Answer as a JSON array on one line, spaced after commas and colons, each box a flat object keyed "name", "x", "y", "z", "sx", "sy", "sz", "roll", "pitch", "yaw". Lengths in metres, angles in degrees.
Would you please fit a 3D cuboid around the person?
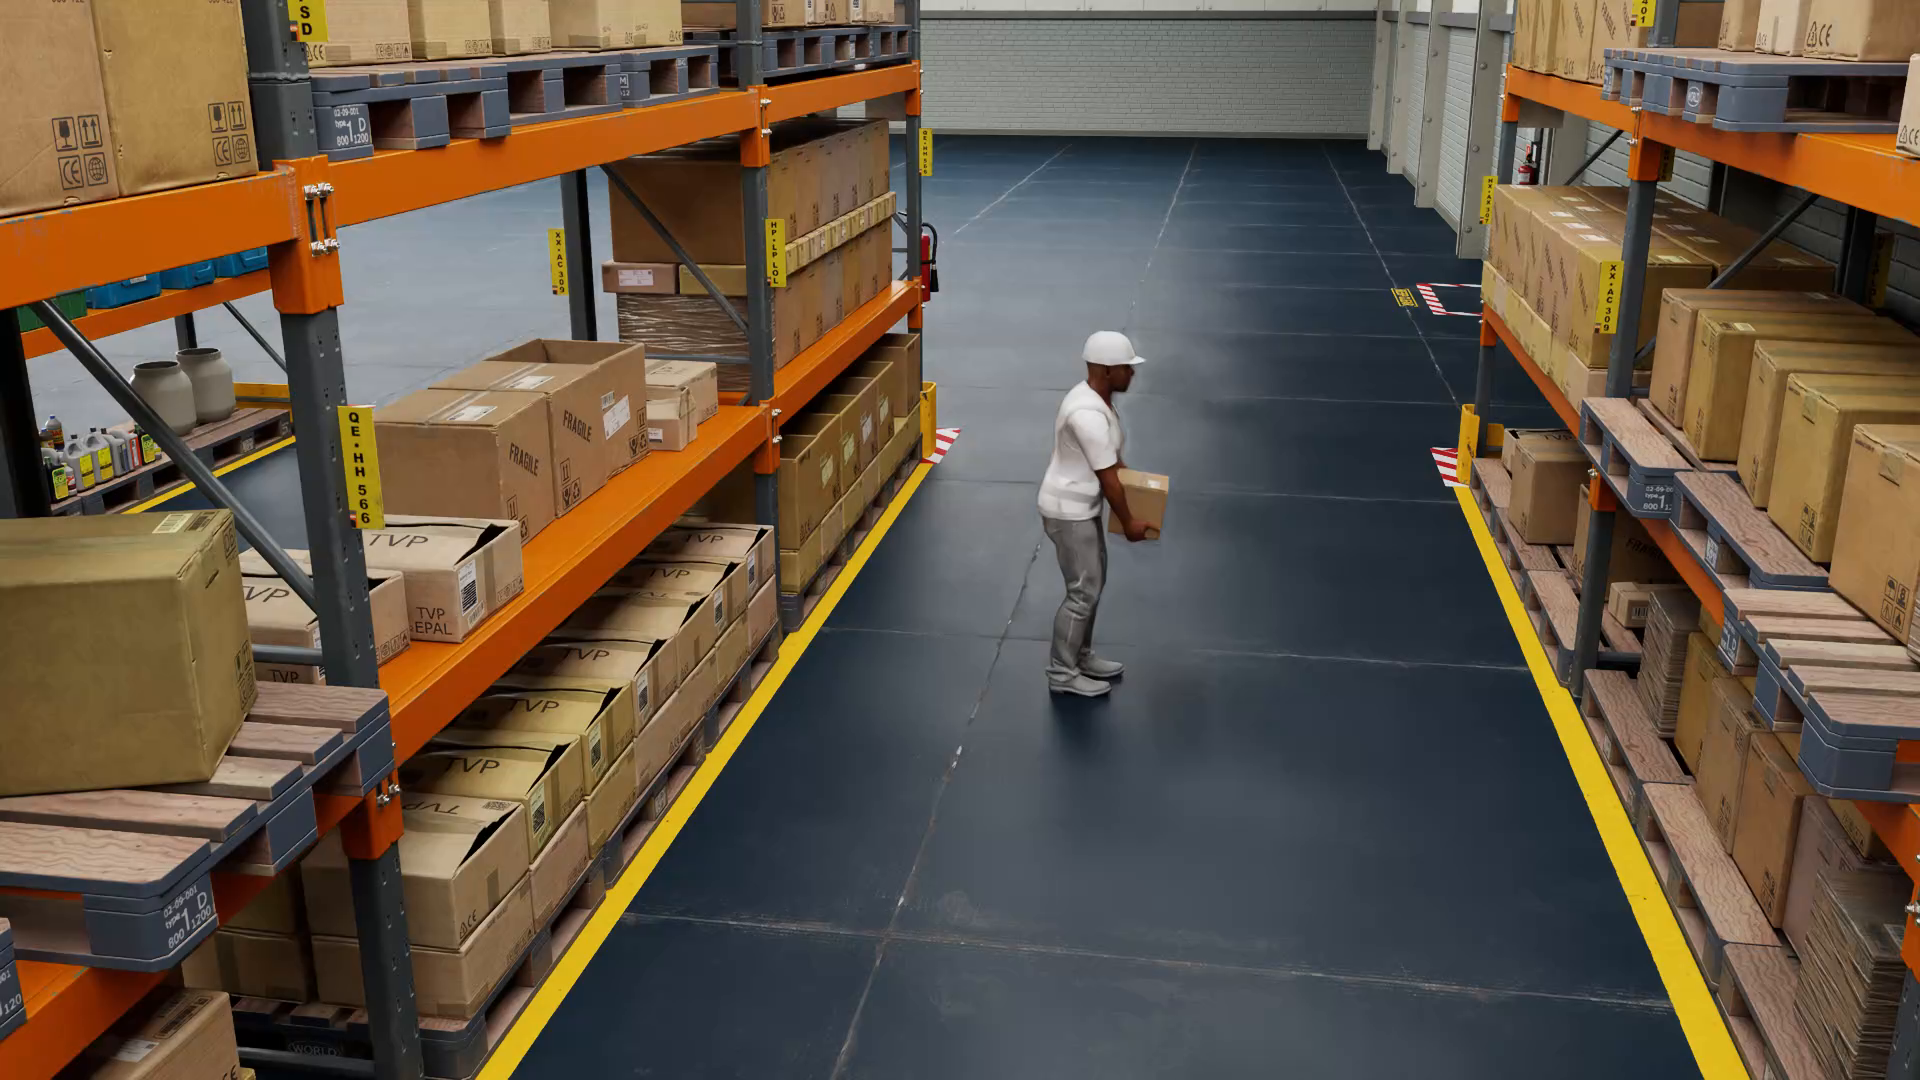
[{"name": "person", "x": 0.667, "y": -0.134, "z": 7.962, "sx": 0.592, "sy": 1.746, "sz": 0.501, "roll": 3, "pitch": 18, "yaw": 8}]
